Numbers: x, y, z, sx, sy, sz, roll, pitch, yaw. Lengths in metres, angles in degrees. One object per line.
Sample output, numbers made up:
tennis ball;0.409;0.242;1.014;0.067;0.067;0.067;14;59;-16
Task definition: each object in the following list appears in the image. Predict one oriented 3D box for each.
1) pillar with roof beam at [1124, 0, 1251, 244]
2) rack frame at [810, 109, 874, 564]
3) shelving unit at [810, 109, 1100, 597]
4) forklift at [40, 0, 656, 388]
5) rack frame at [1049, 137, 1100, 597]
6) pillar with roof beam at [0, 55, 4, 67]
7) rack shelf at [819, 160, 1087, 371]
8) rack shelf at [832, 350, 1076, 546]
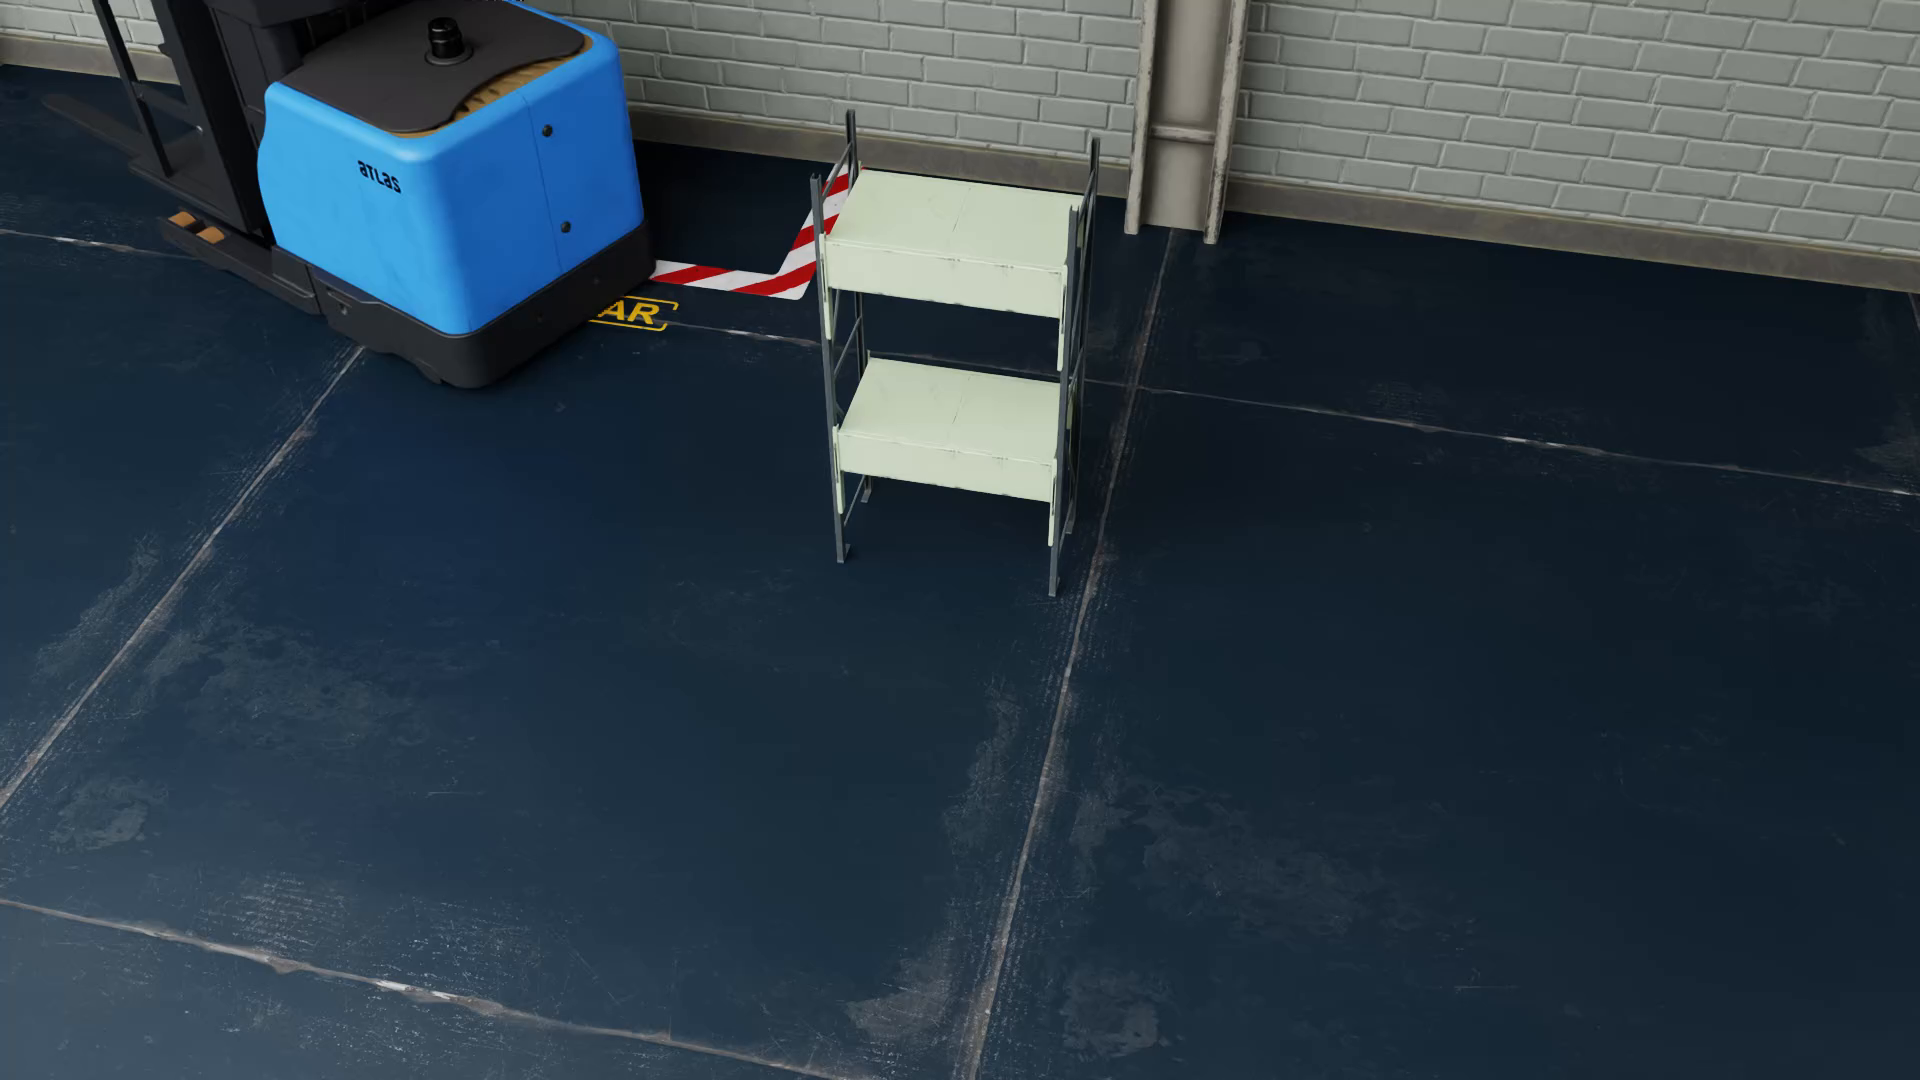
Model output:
pillar with roof beam;-0.011;-1.716;1.044;0.400;9.000;9.100;9;45;9
rack frame;-0.364;-0.597;5.289;0.023;1.500;0.400;9;45;9
shelving unit;-0.007;-0.541;5.231;0.755;1.500;0.431;9;45;9
forklift;-2.732;-2.456;6.188;3.031;2.935;1.130;27;50;25
rack frame;0.351;-0.486;5.173;0.023;1.500;0.400;9;45;9
pillar with roof beam;-5.866;-2.625;1.988;0.400;9.000;9.100;9;45;9
rack shelf;-0.007;-0.823;4.960;0.720;0.370;0.431;9;45;9
rack shelf;-0.007;-0.306;5.457;0.720;0.370;0.431;9;45;9
